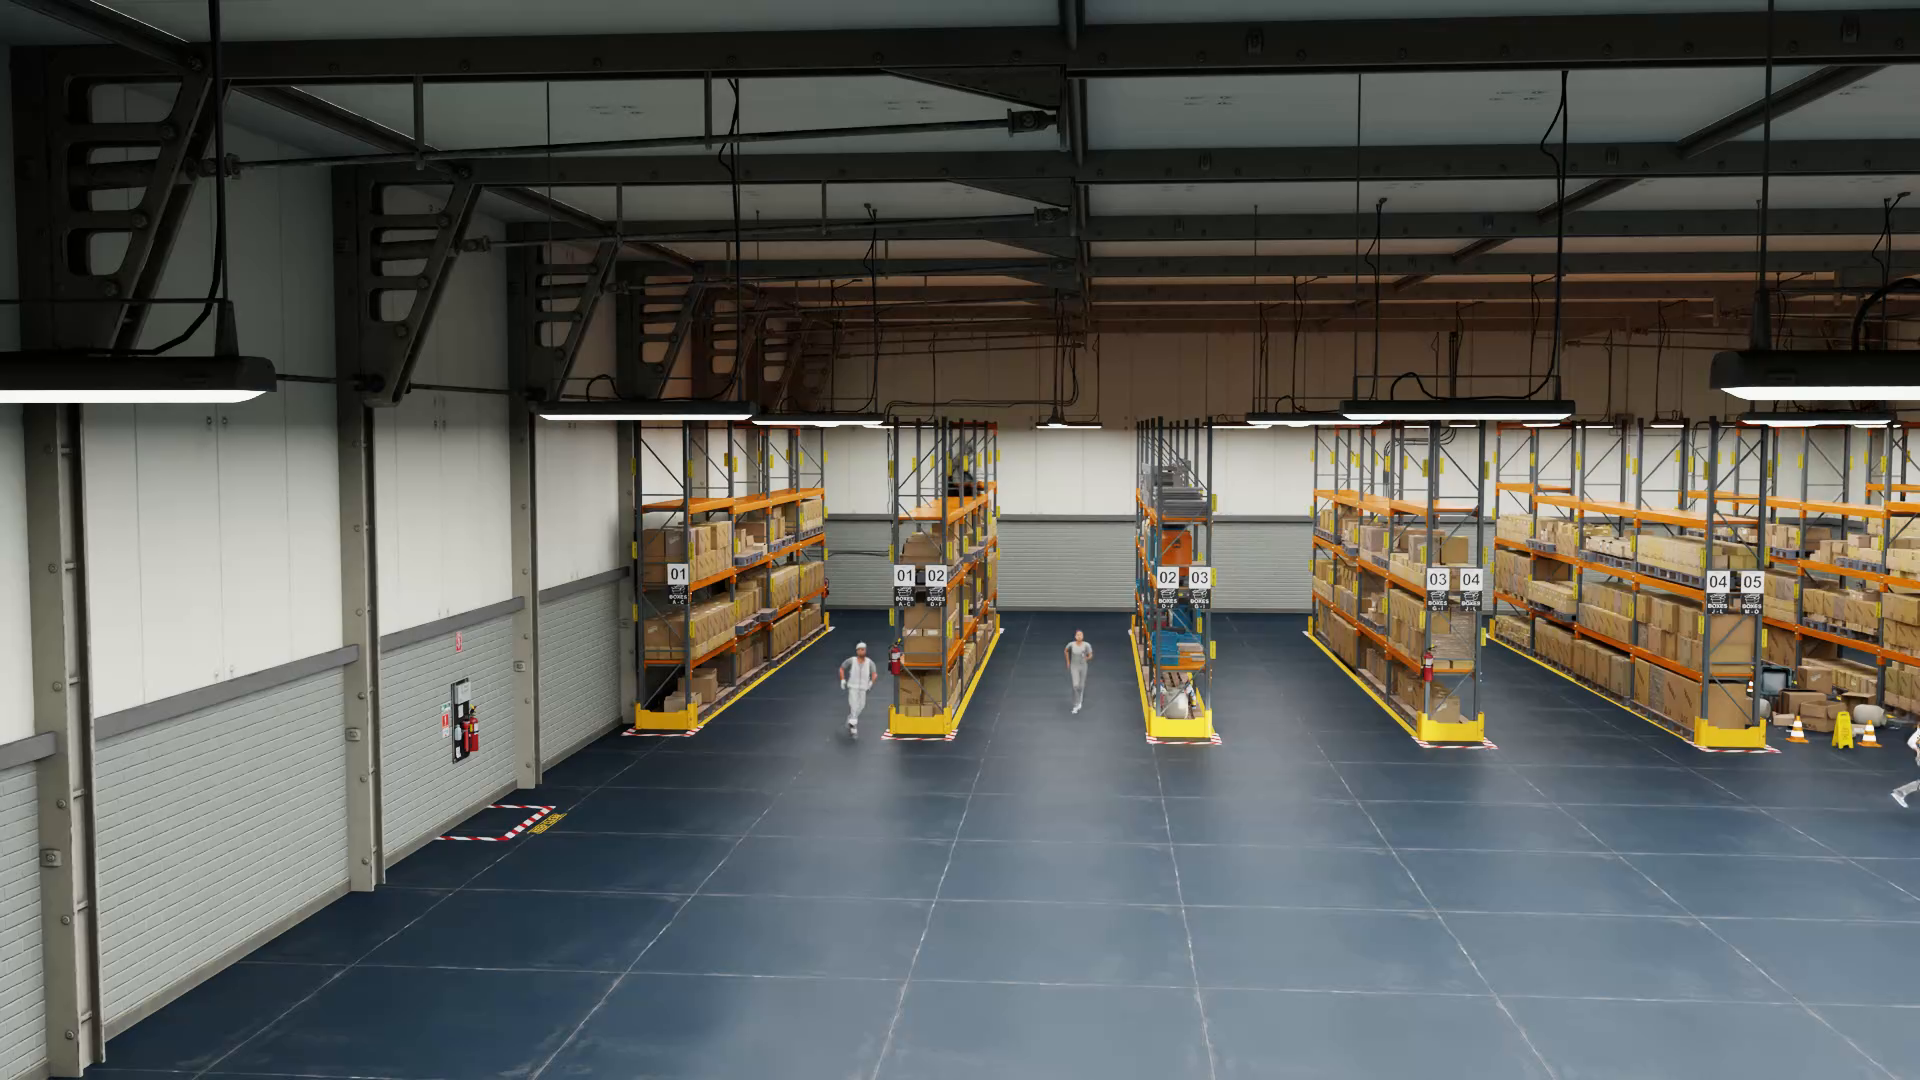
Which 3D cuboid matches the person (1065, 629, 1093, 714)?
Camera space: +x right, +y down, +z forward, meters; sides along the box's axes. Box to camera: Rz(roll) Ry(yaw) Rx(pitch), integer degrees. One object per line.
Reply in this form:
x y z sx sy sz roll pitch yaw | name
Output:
2.438 2.677 33.994 0.555 1.718 0.753 0 4 -4 | person

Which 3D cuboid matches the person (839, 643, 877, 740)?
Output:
-1.910 2.809 31.226 0.704 1.771 0.812 -1 4 -19 | person

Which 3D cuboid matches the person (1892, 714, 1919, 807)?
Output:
14.312 3.300 24.644 0.888 1.579 0.541 3 5 39 | person
